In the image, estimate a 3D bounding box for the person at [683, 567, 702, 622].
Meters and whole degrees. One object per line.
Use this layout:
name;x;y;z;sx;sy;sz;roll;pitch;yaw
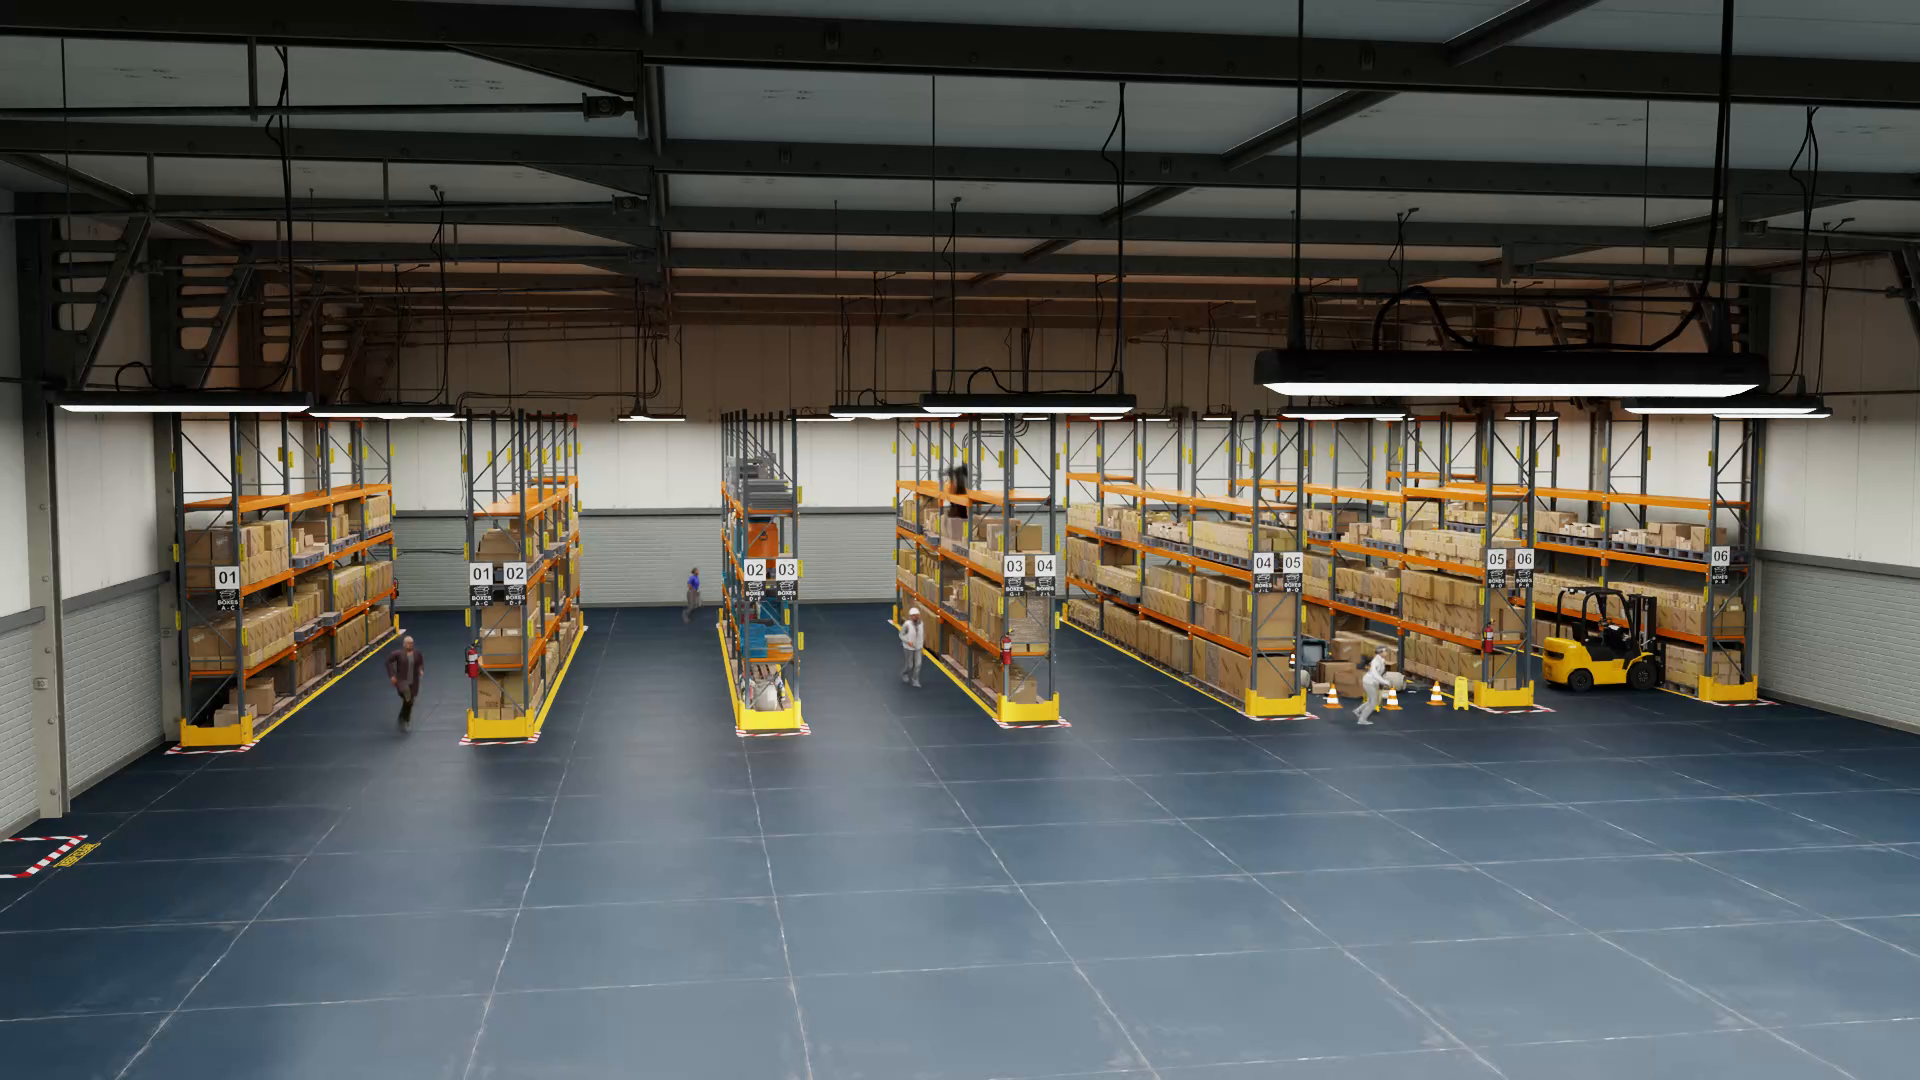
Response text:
person;-7.735;1.577;48.379;0.492;1.559;0.716;1;4;14

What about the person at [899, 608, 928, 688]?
person;-1.055;2.332;36.334;0.661;1.731;0.794;-2;4;-23

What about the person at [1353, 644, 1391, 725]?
person;7.823;2.734;31.566;0.732;1.574;0.587;2;4;25

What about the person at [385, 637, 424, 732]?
person;-10.333;2.694;31.058;0.652;1.797;0.879;-4;5;-43
